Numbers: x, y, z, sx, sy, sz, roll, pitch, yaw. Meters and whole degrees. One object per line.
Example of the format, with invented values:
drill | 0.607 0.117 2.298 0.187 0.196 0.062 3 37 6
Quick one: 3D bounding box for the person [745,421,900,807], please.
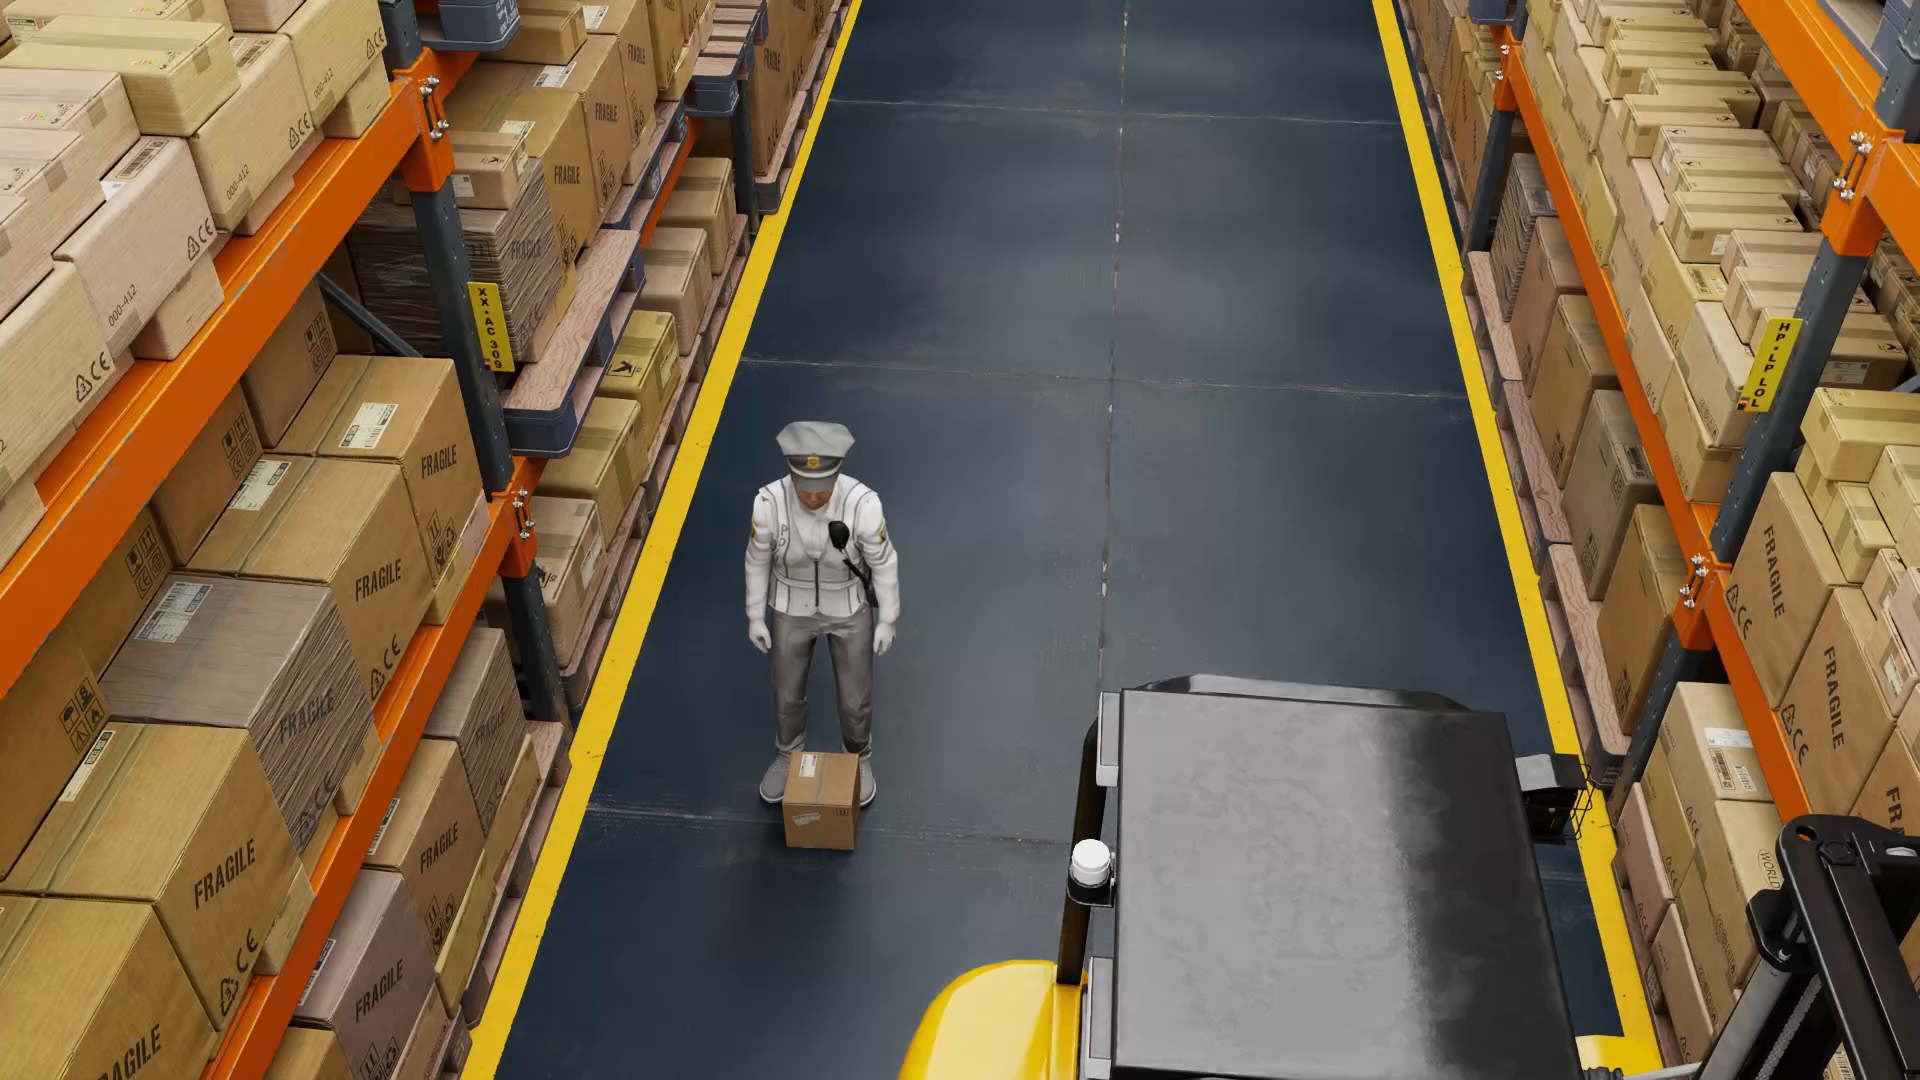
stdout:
person | -0.482 0.264 5.840 0.547 1.667 0.368 1 40 2
